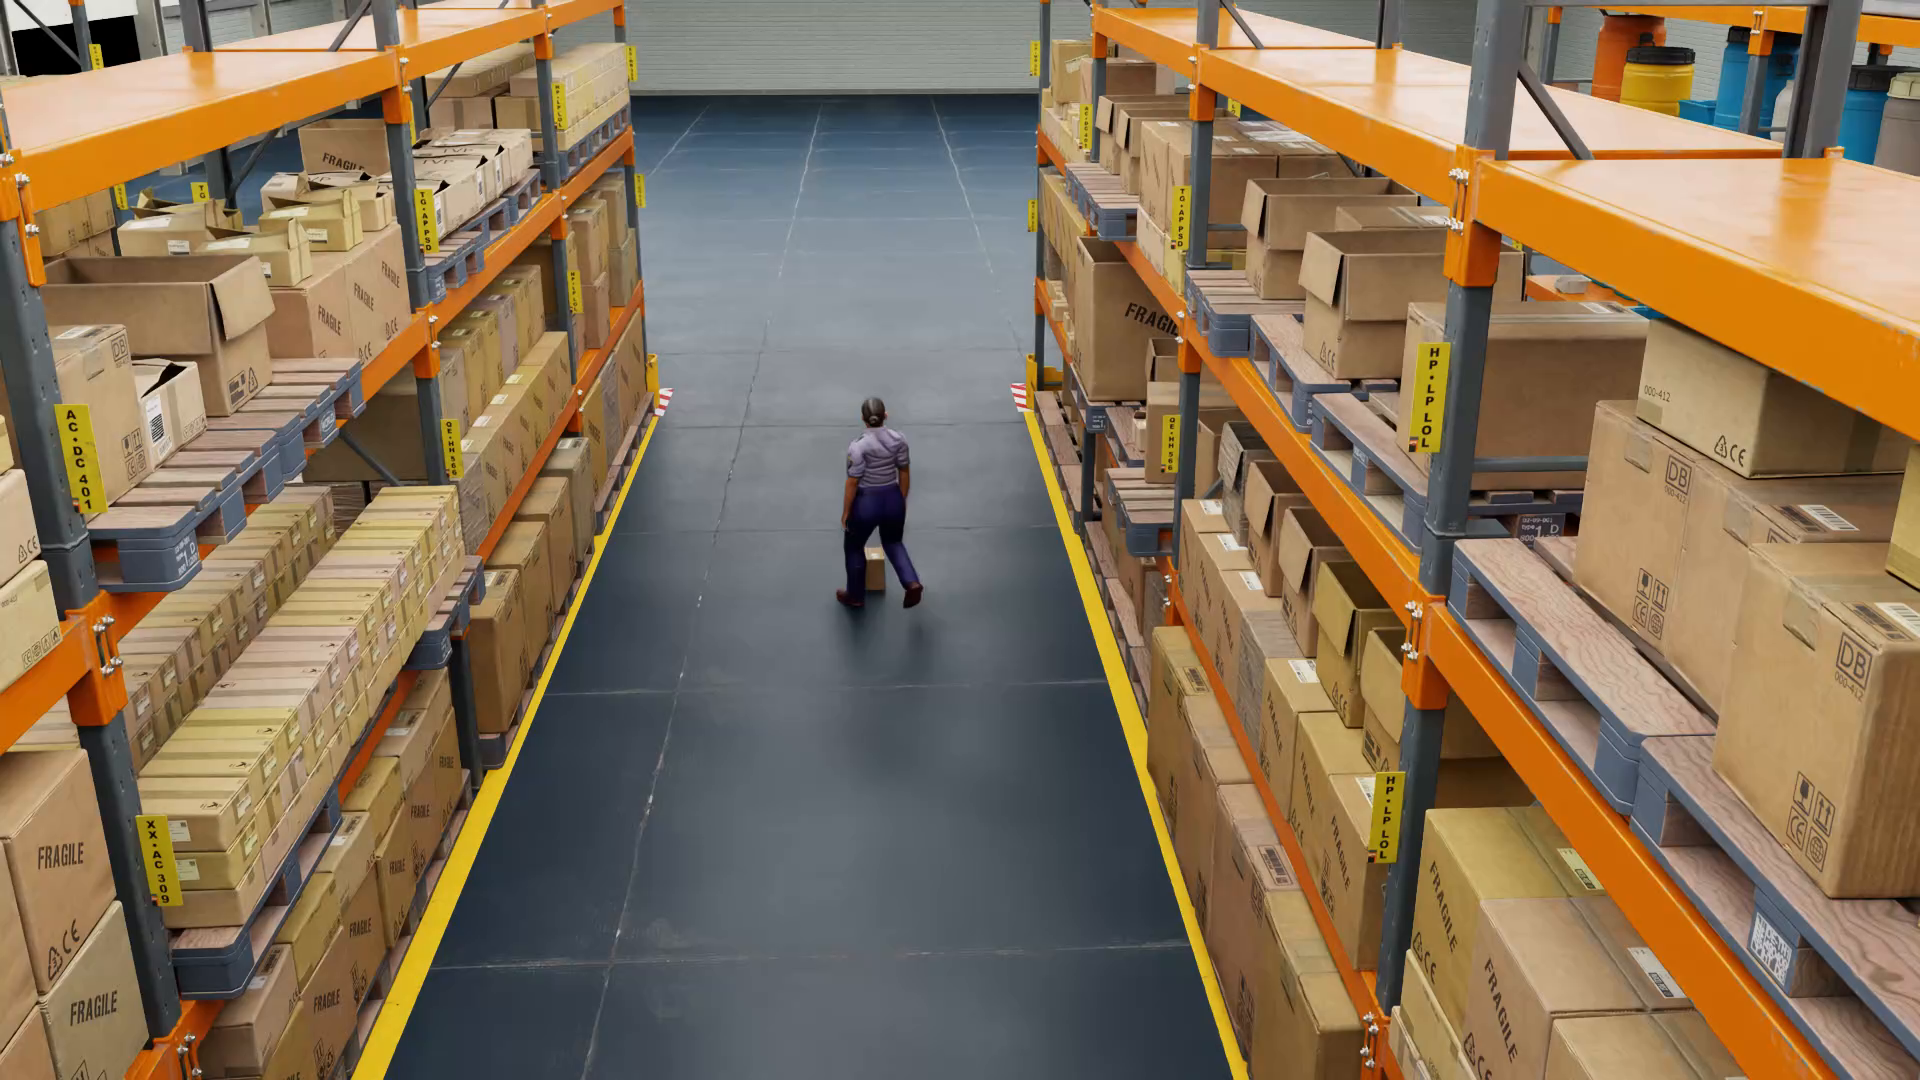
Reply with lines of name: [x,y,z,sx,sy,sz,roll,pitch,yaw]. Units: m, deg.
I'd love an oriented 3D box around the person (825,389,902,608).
person: [-0.700,-0.285,11.888,0.522,1.674,0.453,-7,22,-18]
